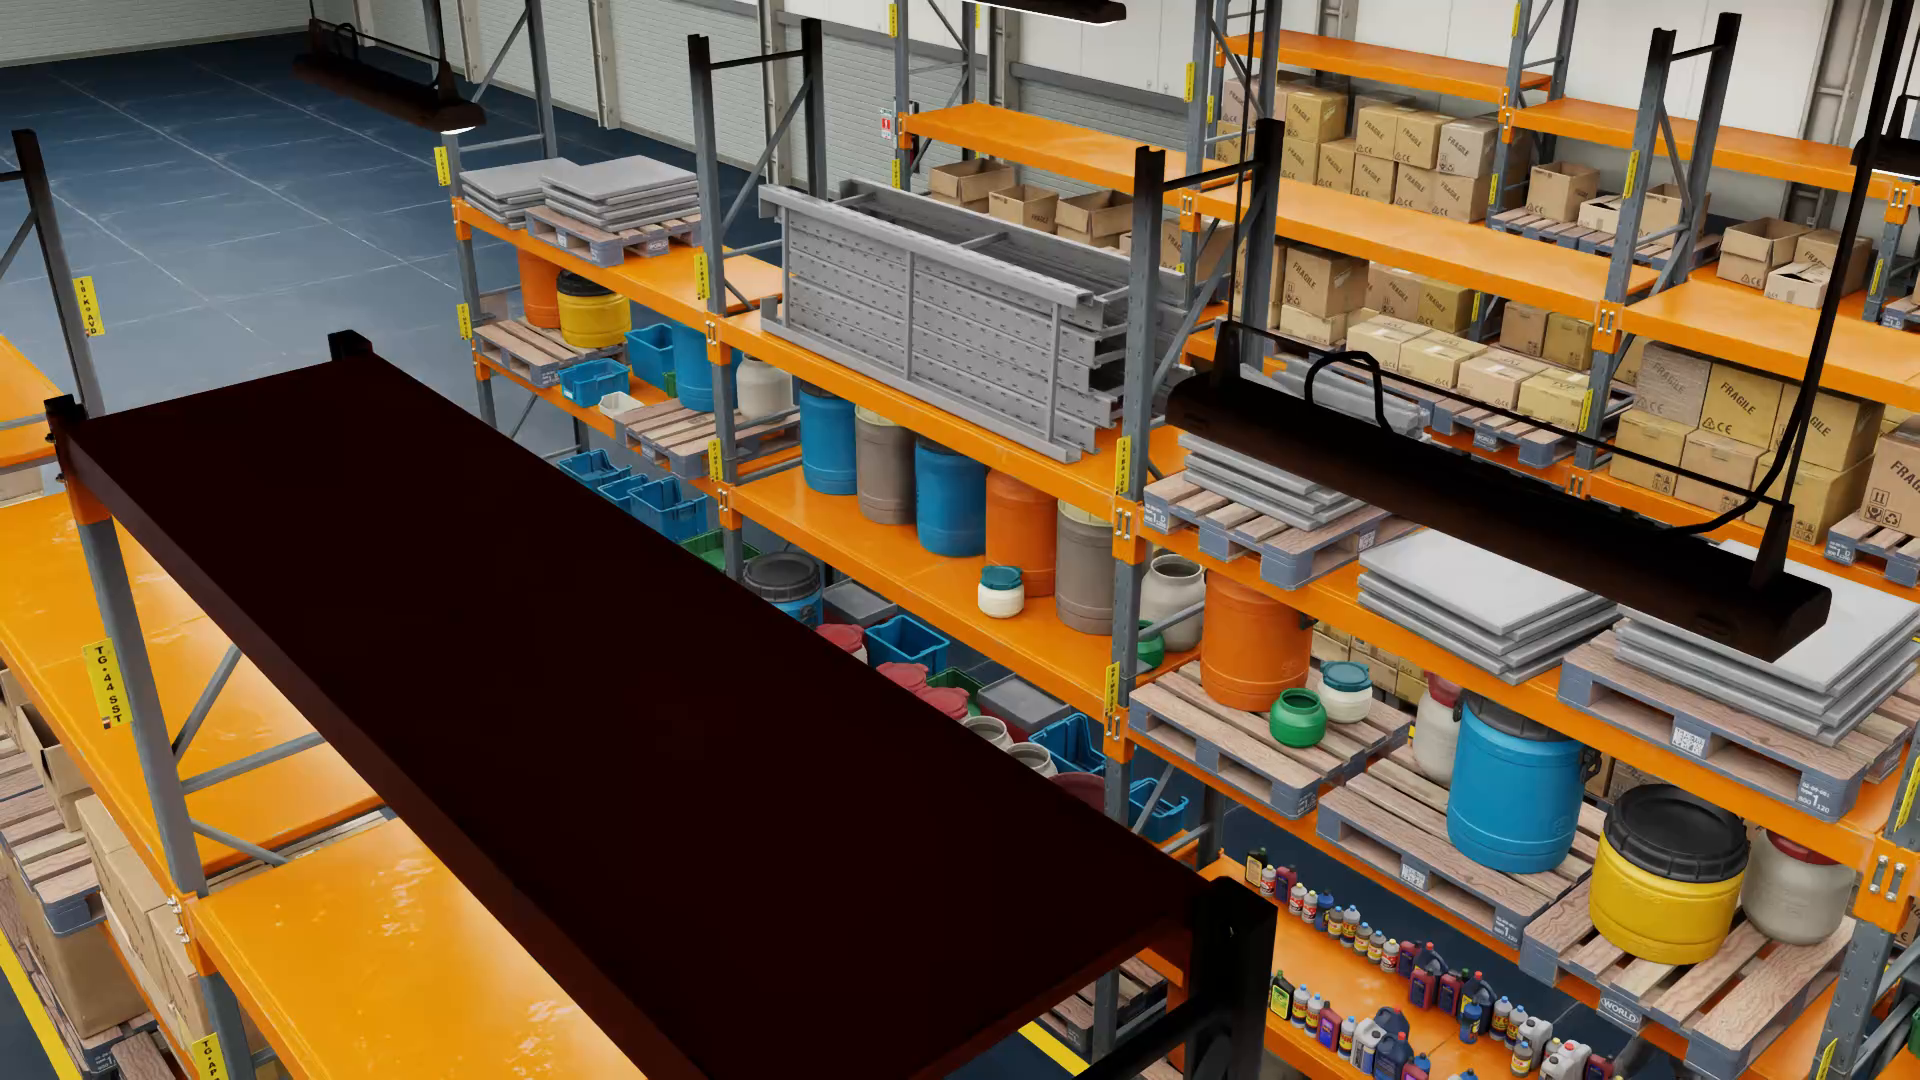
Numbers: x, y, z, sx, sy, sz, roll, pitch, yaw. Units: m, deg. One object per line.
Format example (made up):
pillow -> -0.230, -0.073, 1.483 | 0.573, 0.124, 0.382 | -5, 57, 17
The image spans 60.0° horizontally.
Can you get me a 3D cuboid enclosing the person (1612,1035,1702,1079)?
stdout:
person -> 4.362, 2.871, 10.087 | 0.495, 1.629, 1.021 | -24, 35, -38
